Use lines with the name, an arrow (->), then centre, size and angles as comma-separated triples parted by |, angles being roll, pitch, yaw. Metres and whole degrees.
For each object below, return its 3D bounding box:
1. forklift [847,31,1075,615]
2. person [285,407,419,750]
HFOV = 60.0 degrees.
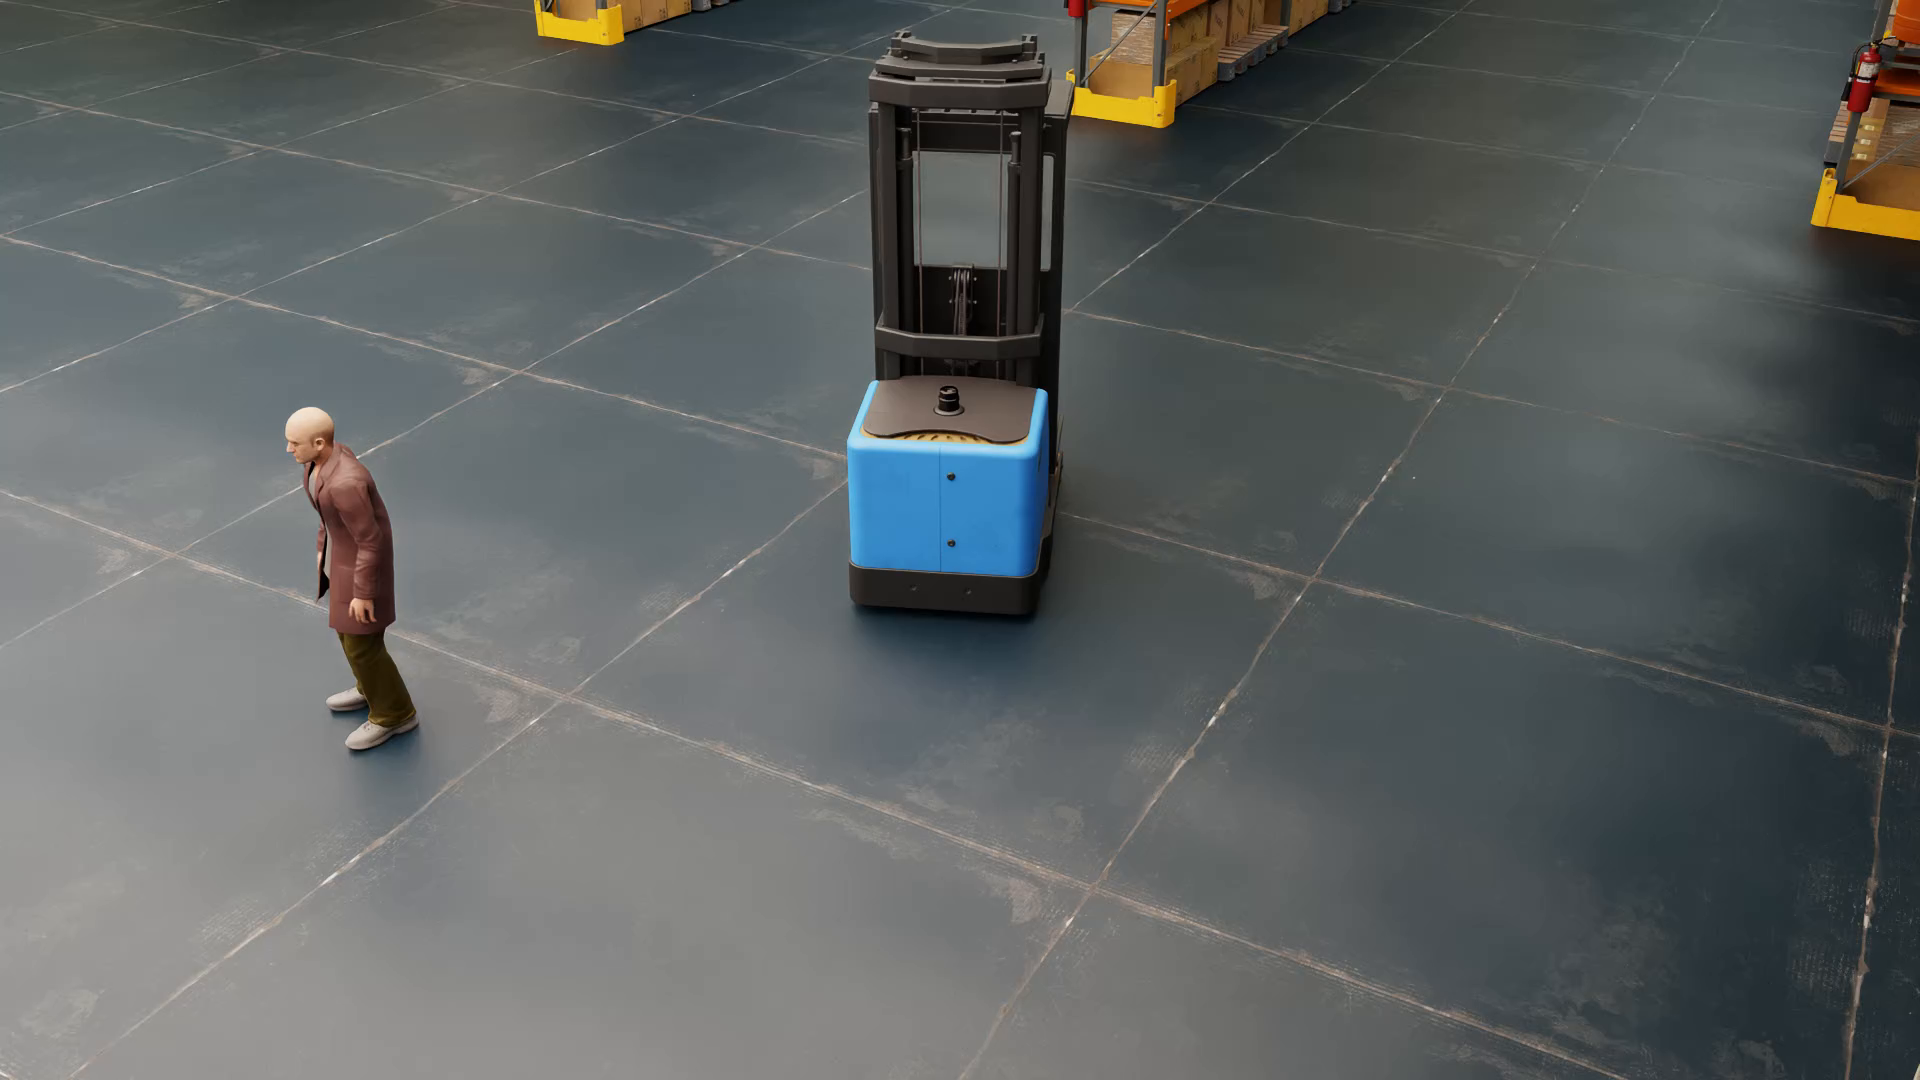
forklift -> 0.072, -1.572, 9.794 | 1.130, 2.935, 3.031 | 3, 30, 6
person -> -2.916, 0.160, 7.951 | 0.430, 1.774, 0.653 | -18, 35, -29
